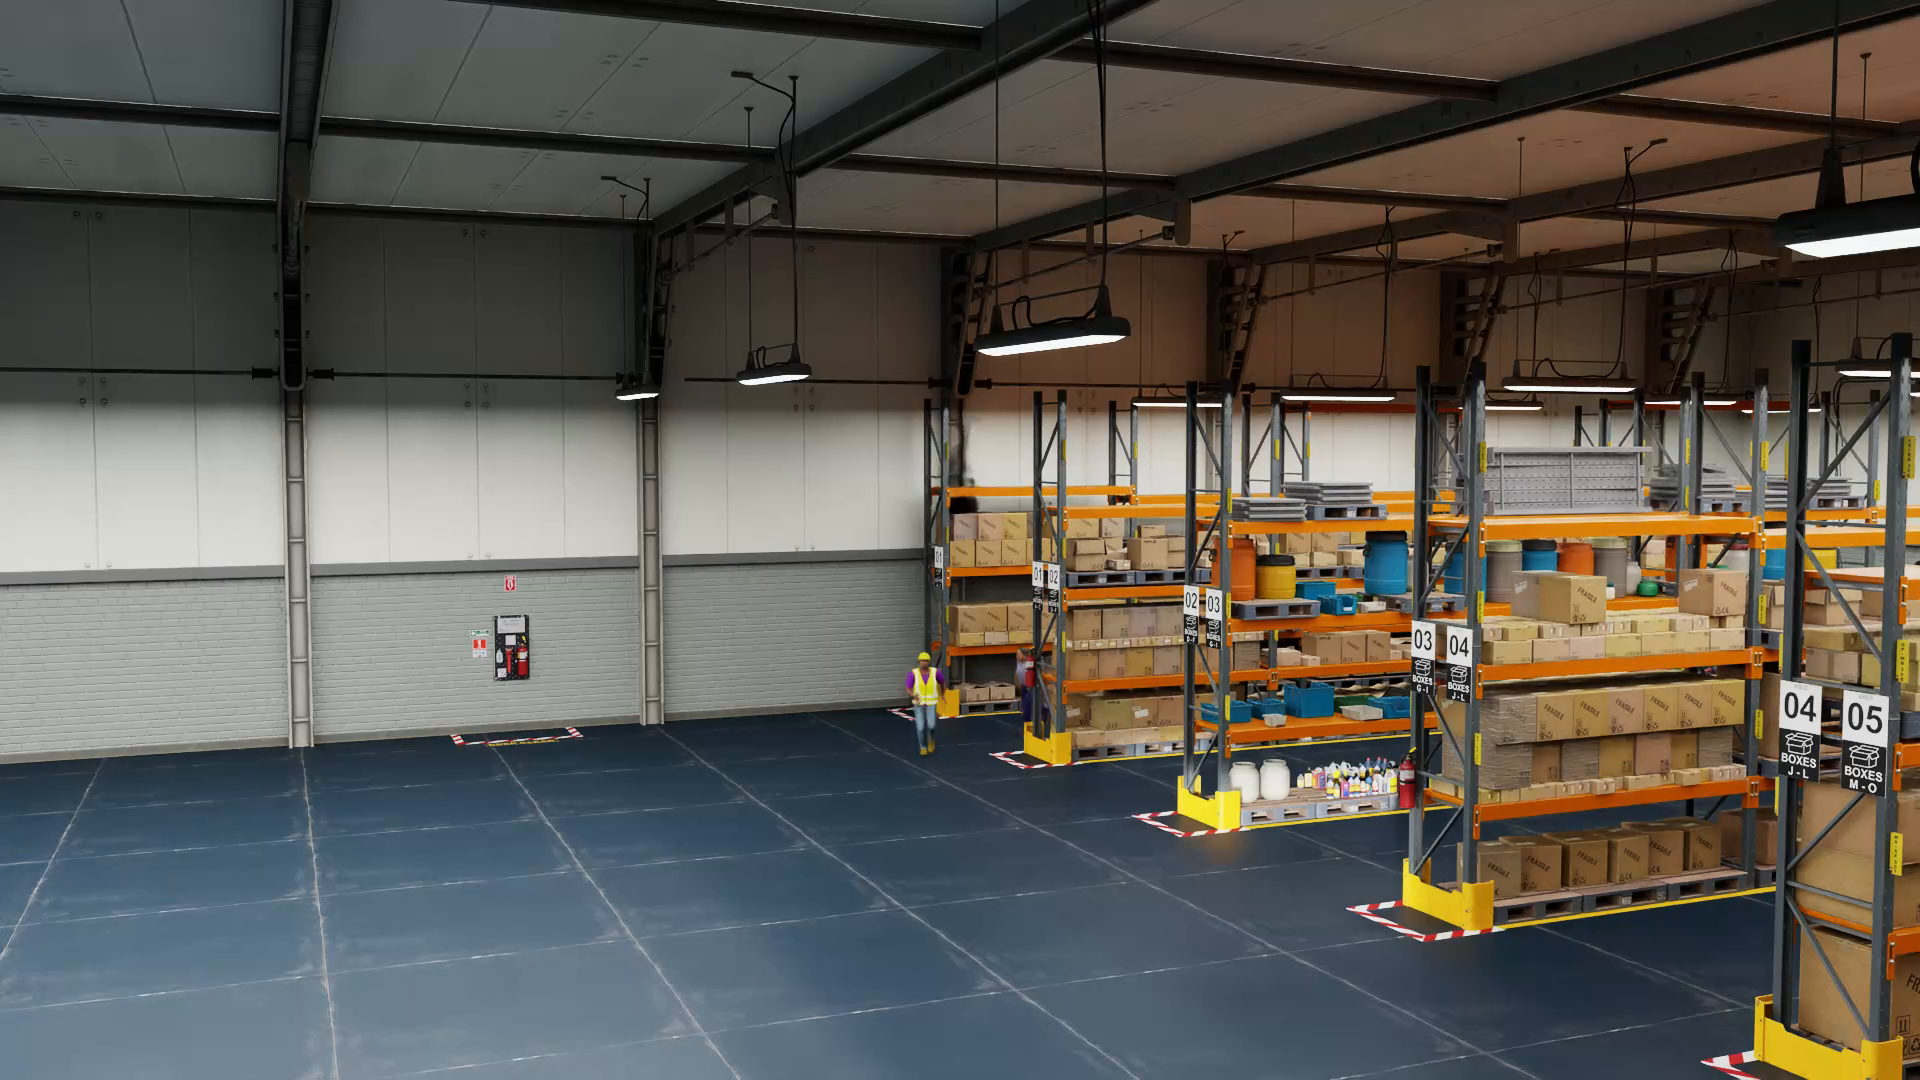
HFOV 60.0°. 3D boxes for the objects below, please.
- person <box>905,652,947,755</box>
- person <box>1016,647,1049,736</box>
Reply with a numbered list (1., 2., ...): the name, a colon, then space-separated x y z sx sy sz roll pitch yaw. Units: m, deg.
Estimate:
1. person: -0.556 2.689 27.218 0.682 1.716 0.700 0 3 -2
2. person: 1.306 2.671 29.463 0.606 1.601 0.819 3 5 44
